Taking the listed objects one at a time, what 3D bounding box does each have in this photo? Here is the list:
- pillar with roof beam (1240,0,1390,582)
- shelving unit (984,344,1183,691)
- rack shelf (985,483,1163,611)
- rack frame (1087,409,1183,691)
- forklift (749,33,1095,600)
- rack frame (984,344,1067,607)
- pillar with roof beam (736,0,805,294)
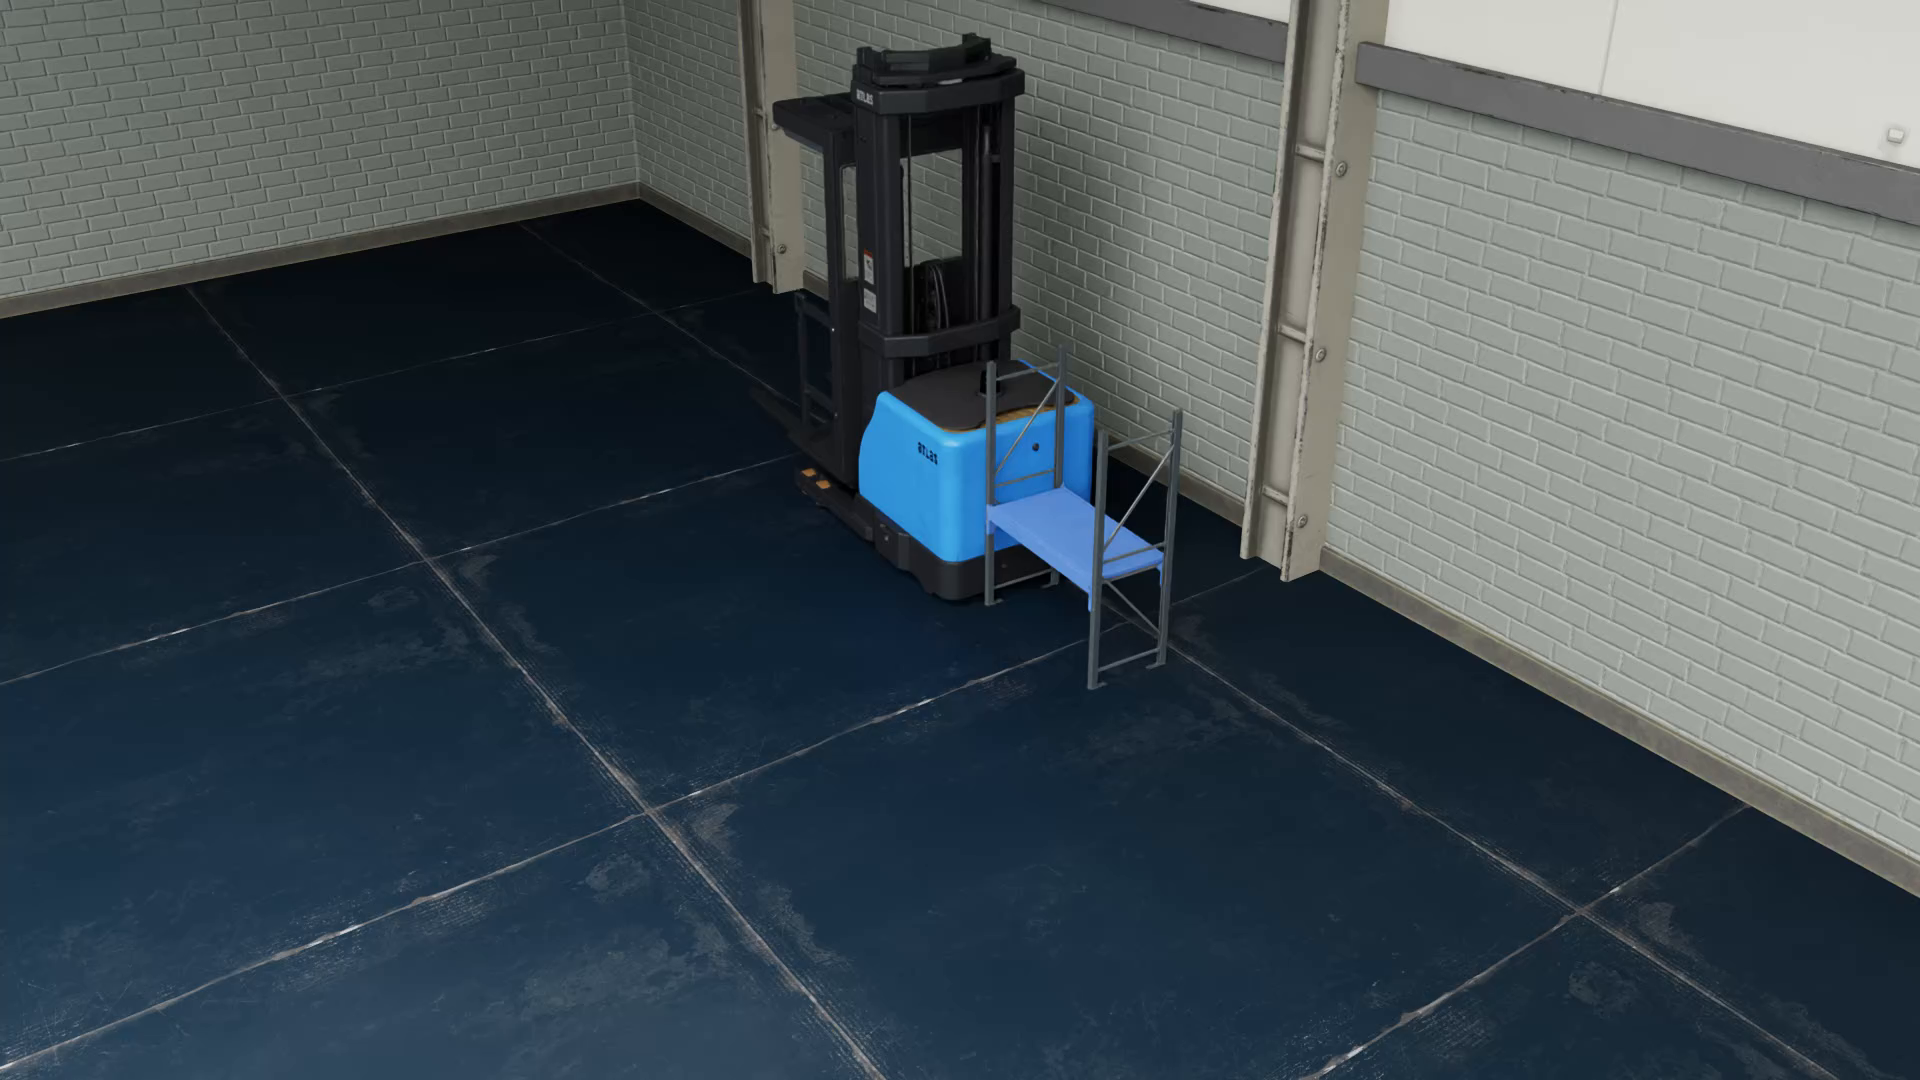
[{"bbox_3d":[-1.577,-2.632,5.668,9.100,9.000,0.400,-19,34,-31],"label":"pillar with roof beam"},{"bbox_3d":[0.628,-0.136,8.930,0.538,1.500,1.048,-16,33,-27],"label":"shelving unit"},{"bbox_3d":[0.628,0.022,9.016,0.538,0.185,1.000,-16,33,-27],"label":"rack shelf"},{"bbox_3d":[0.894,0.070,8.549,0.500,1.500,0.032,-16,33,-27],"label":"rack frame"},{"bbox_3d":[-0.414,-1.610,10.144,1.130,2.935,3.031,-16,33,-27],"label":"forklift"},{"bbox_3d":[0.362,-0.343,9.311,0.500,1.500,0.032,-16,33,-27],"label":"rack frame"},{"bbox_3d":[-5.057,-4.965,9.963,9.100,9.000,0.400,-19,34,-31],"label":"pillar with roof beam"}]
